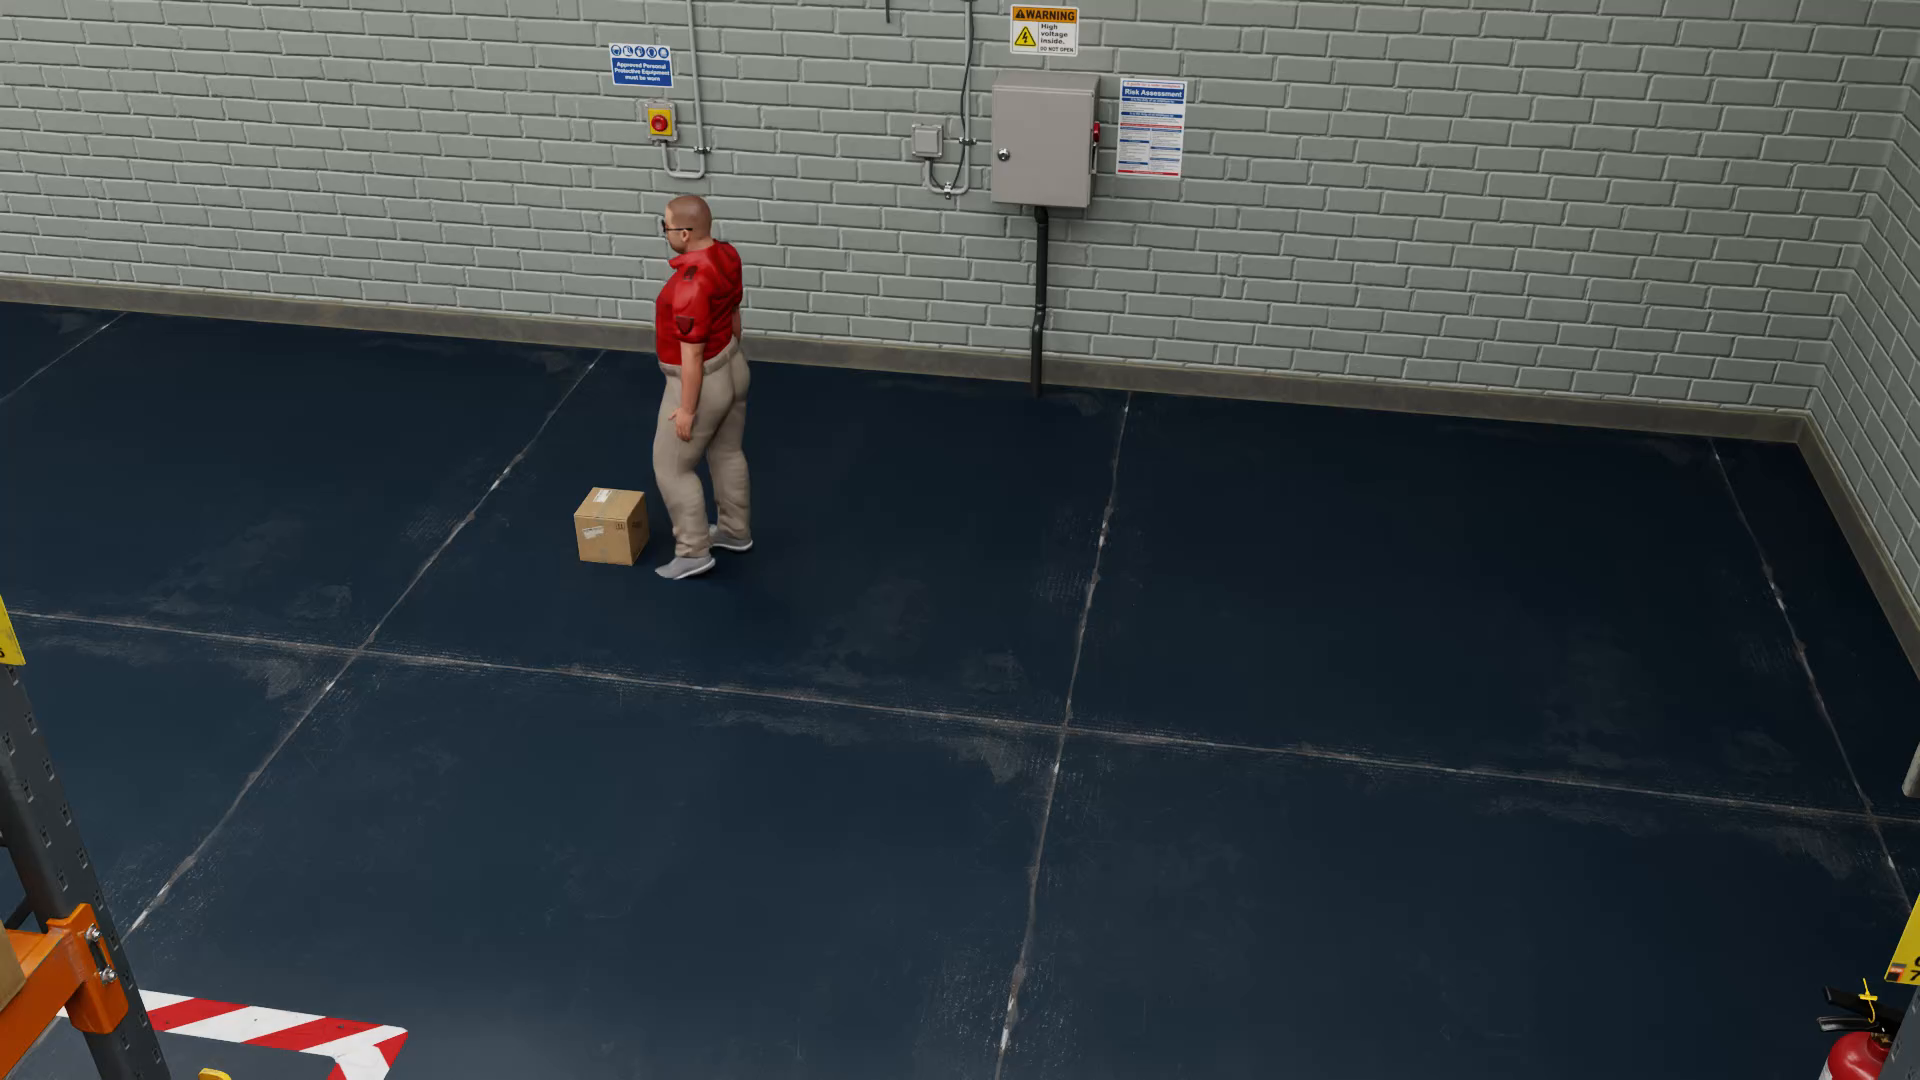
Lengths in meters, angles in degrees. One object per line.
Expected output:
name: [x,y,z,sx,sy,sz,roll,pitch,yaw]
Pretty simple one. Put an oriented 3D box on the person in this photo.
person: [-1.138,-0.620,7.268,0.409,1.699,0.573,11,34,16]
